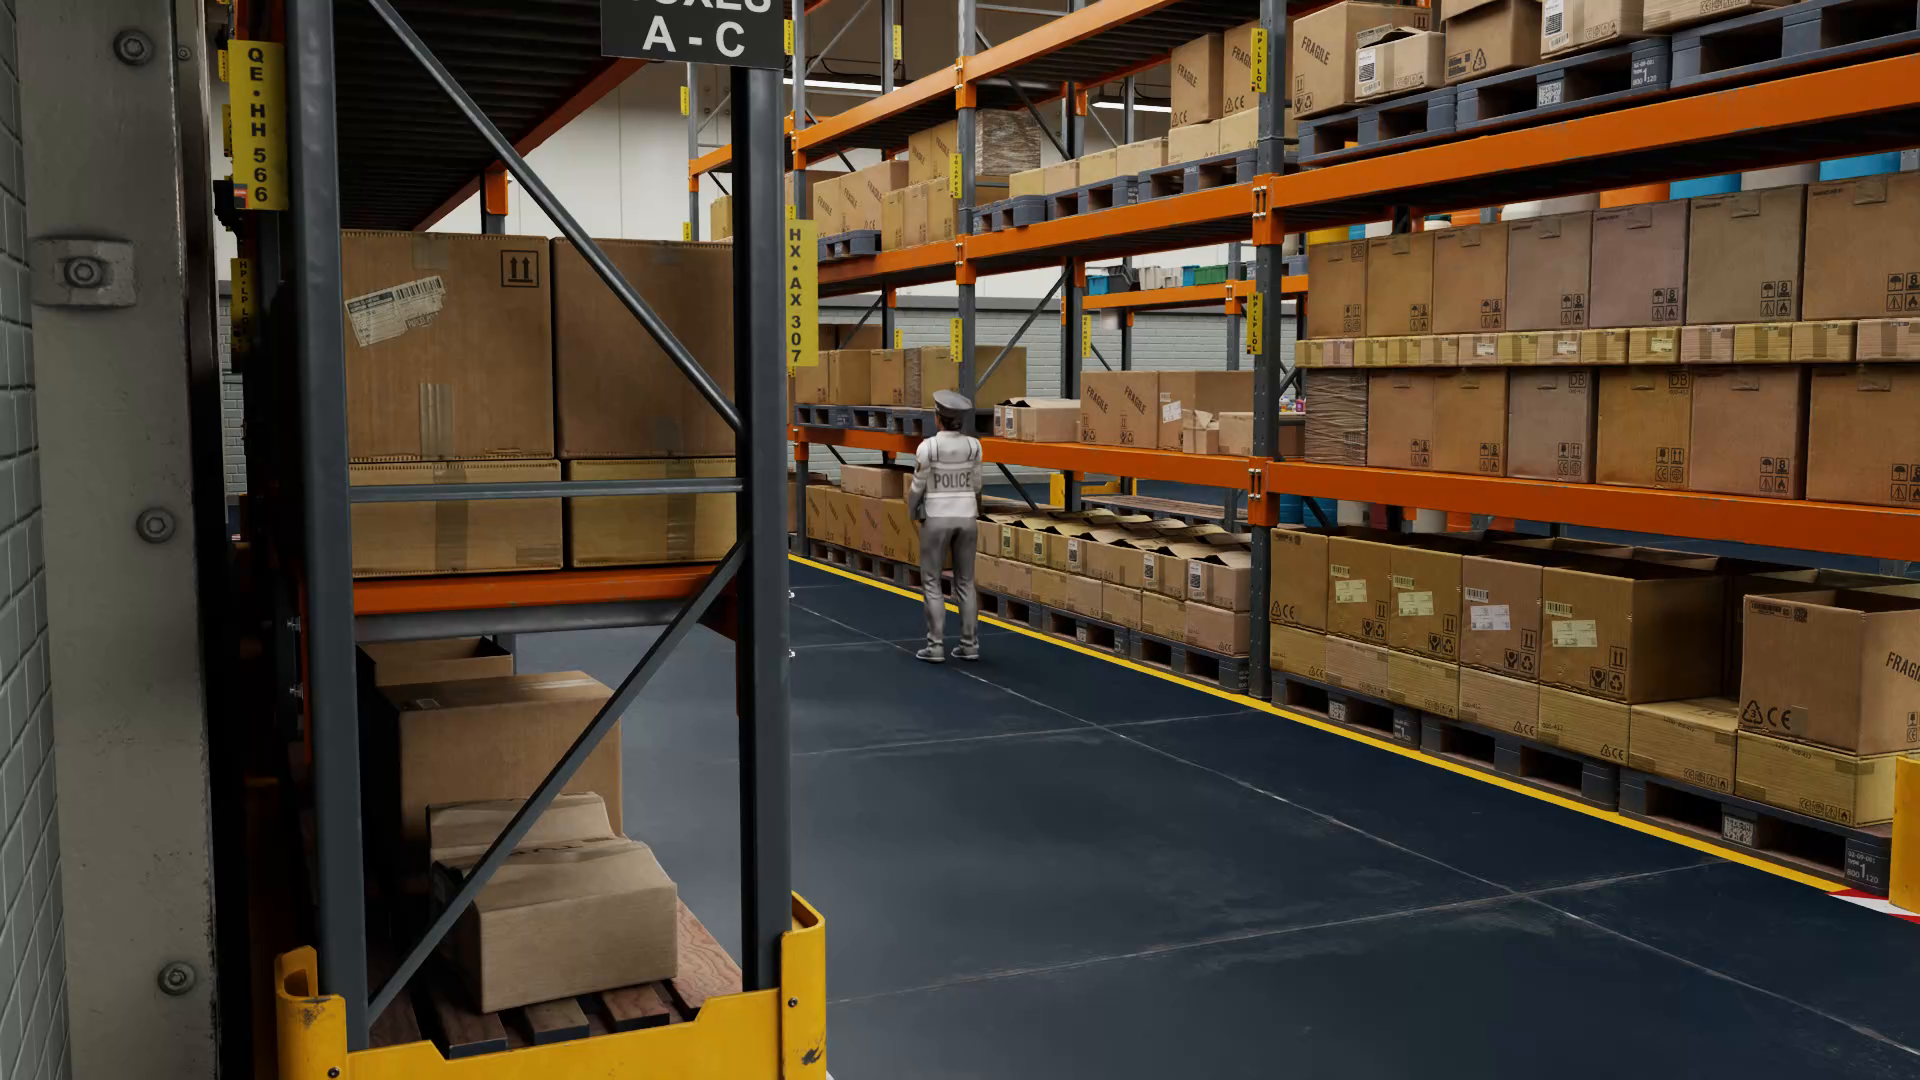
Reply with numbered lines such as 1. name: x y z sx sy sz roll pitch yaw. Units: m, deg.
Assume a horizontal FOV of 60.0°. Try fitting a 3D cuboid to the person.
1. person: -0.094 -0.094 10.365 0.459 1.686 0.549 -2 6 -22
